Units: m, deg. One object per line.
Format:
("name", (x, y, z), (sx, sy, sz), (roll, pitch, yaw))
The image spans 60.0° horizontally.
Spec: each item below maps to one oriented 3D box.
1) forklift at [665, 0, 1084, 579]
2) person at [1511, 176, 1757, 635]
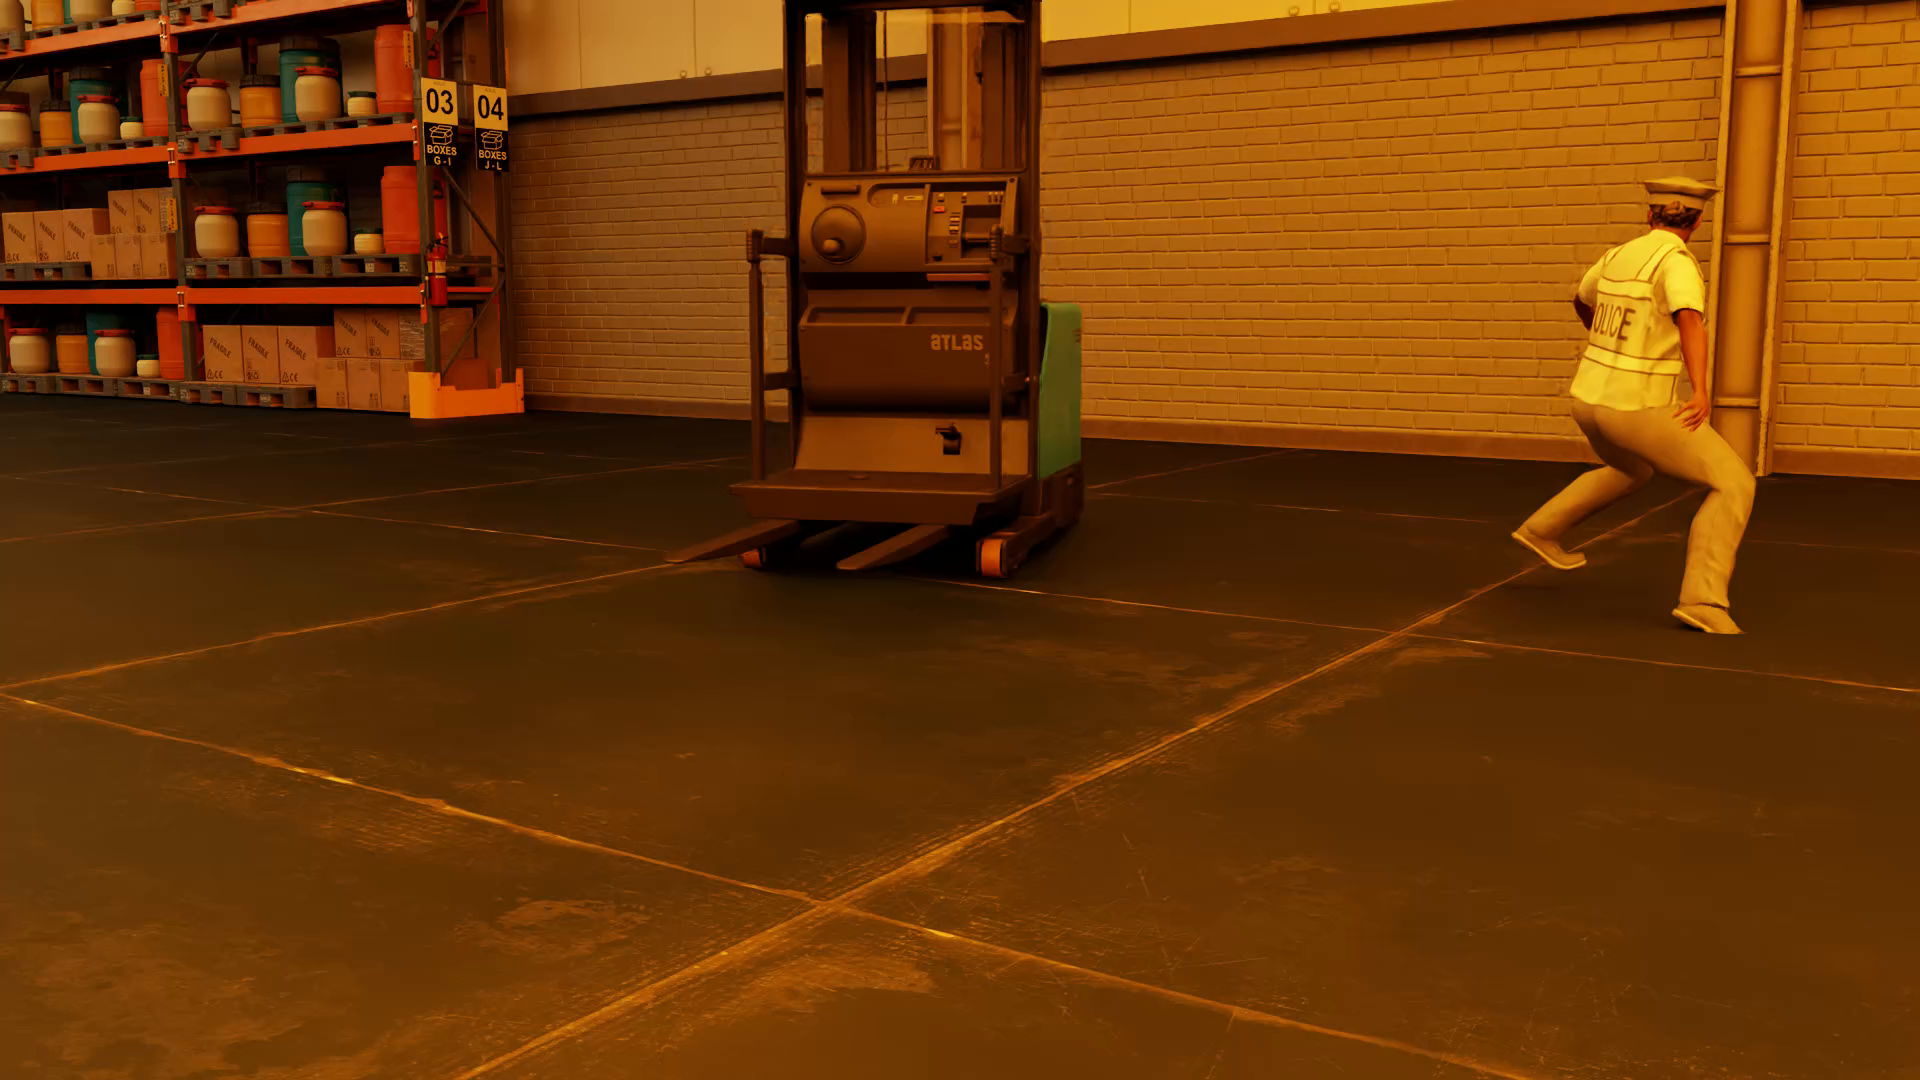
("forklift", (-0.271, -1.355, 6.723), (1.130, 2.935, 3.031), (2, 8, 15))
("person", (2.376, -0.451, 5.708), (0.479, 1.570, 1.103), (-1, 8, -4))
